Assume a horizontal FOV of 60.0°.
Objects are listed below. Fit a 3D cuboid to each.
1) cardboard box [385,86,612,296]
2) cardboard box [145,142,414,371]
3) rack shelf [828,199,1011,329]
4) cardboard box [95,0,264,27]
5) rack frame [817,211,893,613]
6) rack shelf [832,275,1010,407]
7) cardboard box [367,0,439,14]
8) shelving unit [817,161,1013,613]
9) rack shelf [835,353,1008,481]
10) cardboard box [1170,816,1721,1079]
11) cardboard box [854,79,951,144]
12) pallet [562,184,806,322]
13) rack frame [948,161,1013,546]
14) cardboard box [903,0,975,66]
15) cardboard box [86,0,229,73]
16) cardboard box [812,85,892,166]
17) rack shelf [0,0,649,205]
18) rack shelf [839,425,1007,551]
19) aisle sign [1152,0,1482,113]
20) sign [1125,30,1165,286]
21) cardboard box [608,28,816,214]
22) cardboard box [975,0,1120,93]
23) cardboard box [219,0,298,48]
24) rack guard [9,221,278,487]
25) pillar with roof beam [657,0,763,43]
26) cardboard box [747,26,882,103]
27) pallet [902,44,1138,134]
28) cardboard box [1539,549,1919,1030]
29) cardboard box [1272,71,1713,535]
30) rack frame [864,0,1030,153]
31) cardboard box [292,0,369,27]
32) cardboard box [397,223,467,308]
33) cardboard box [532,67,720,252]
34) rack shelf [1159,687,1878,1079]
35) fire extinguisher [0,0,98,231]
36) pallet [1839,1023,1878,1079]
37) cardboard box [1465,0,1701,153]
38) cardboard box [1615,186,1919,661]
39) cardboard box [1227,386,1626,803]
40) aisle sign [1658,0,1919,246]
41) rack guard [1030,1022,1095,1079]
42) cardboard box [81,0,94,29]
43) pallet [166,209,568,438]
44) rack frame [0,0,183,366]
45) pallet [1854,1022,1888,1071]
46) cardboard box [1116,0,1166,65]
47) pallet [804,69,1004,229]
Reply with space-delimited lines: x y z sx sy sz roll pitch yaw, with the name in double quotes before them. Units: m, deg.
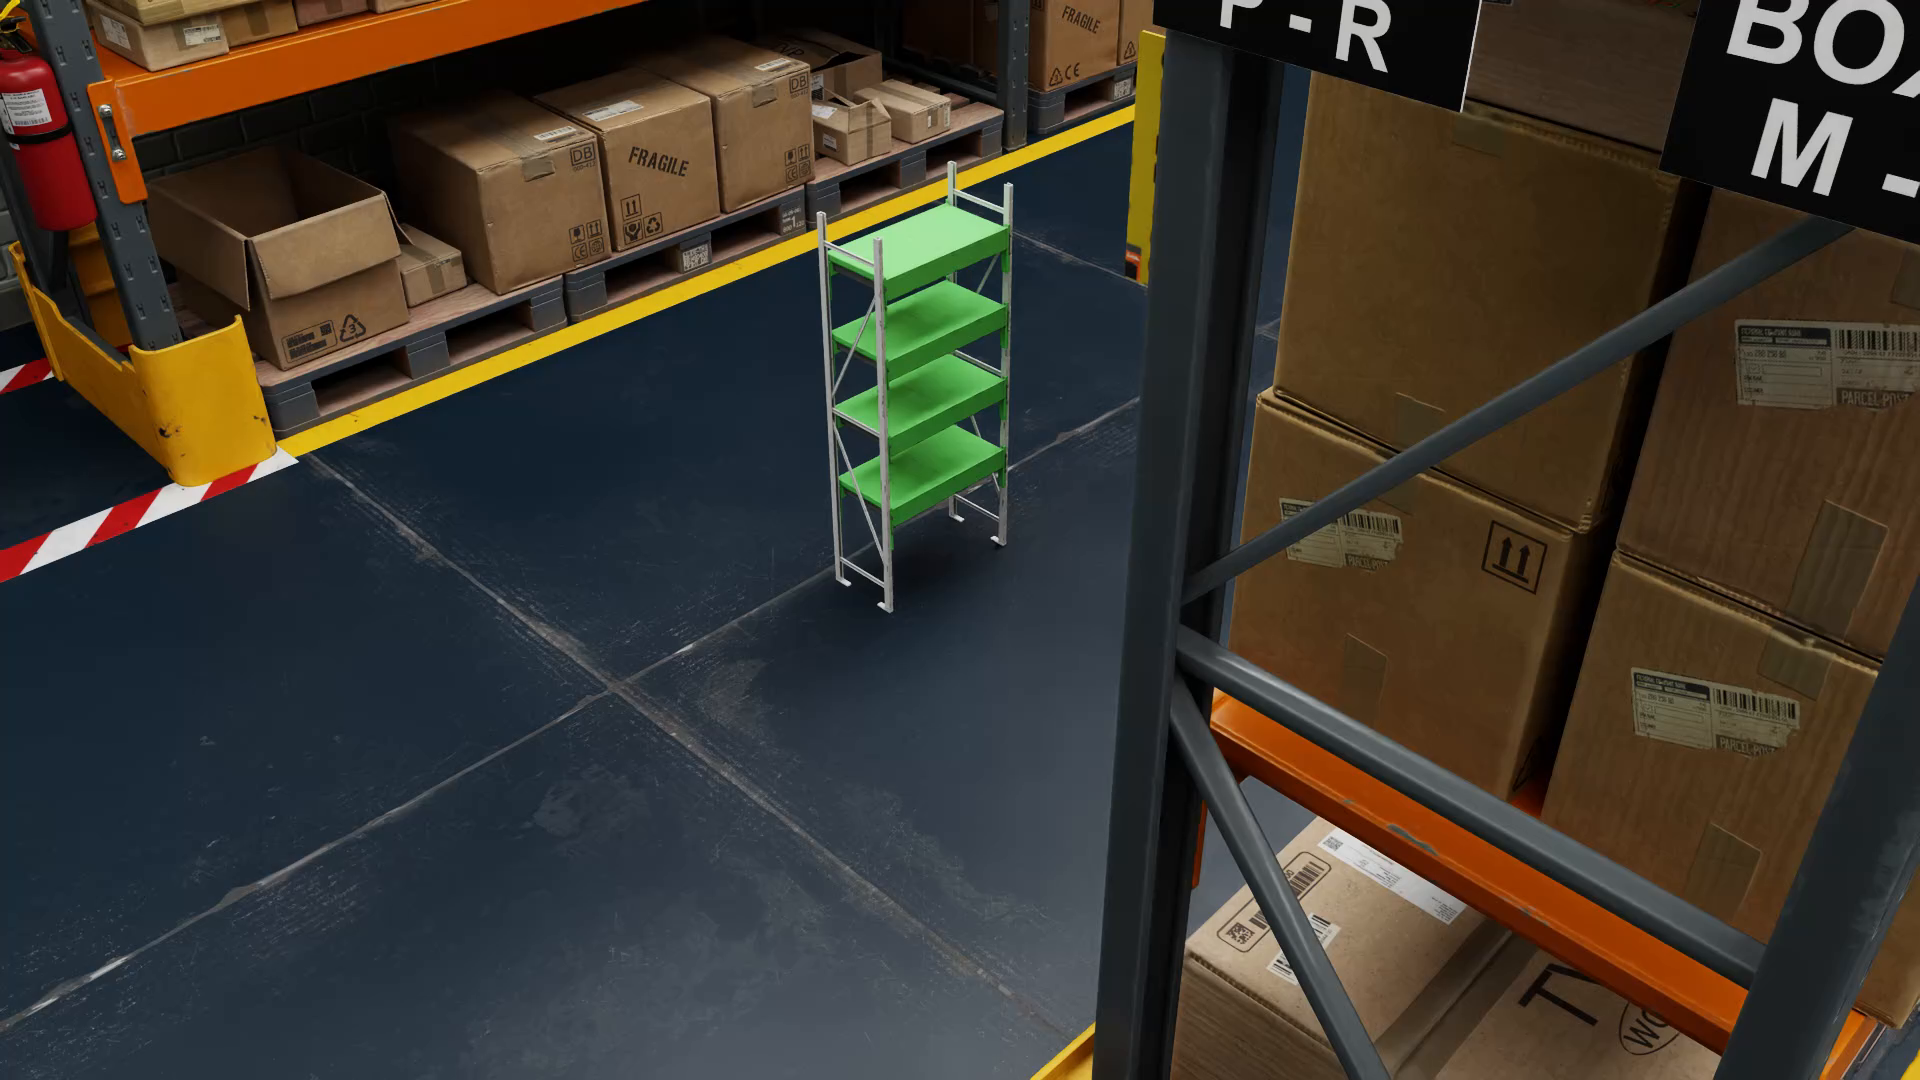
"cardboard box" -1.768 -1.352 6.385 0.500 0.500 0.700 -28 44 -34
"cardboard box" -2.398 -1.023 5.909 0.797 0.503 0.637 28 43 34
"rack shelf" -0.117 -0.766 4.572 0.258 0.148 0.480 30 45 35
"cardboard box" -2.385 -1.800 5.080 0.500 0.250 0.500 -30 45 -35
"rack frame" -0.289 -0.326 4.668 0.240 1.200 0.015 30 45 35
"rack shelf" -0.117 -0.569 4.710 0.258 0.148 0.480 30 45 35
"cardboard box" -1.941 -1.904 5.578 0.250 0.149 0.380 -28 44 -34
"shelving unit" -0.117 -0.425 4.810 0.258 1.200 0.503 30 45 35
"rack shelf" -0.117 -0.373 4.847 0.258 0.148 0.480 30 45 35
"cardboard box" 1.023 0.905 3.202 0.875 0.438 0.875 28 44 34
"cardboard box" -0.262 -1.946 7.544 0.380 0.149 0.250 28 44 34
"pallet" -1.422 -1.368 7.027 1.003 0.211 1.213 30 45 35
"rack frame" 0.055 -0.524 4.952 0.240 1.200 0.015 30 45 35
"cardboard box" 0.058 -2.753 8.394 0.500 0.500 0.500 29 44 35
"cardboard box" -2.470 -1.584 5.119 0.380 0.149 0.250 29 44 35
"cardboard box" -0.513 -1.849 7.302 0.258 0.266 0.396 -28 44 -34
"rack shelf" -1.487 -2.181 6.384 1.077 0.370 4.000 30 45 35
"rack shelf" -0.117 -0.176 4.984 0.258 0.148 0.480 30 45 35
"aisle sign" 0.358 -0.827 1.541 0.394 0.787 0.004 30 45 35
"sign" 0.254 -0.462 2.070 0.100 0.325 0.005 30 45 35
"cardboard box" -1.037 -1.774 6.989 0.700 0.500 0.500 28 43 34
"cardboard box" 0.423 -2.541 8.089 0.500 0.500 0.500 -28 43 -34
"cardboard box" -2.323 -1.706 5.293 0.250 0.149 0.380 -29 44 -35
"rack guard" -2.843 -0.670 5.773 1.175 0.500 0.348 30 45 35
"pillar with roof beam" 1.847 -4.094 3.254 9.100 9.000 0.400 30 45 35
"cardboard box" -0.711 -2.184 7.743 0.500 0.311 0.500 -28 44 -34
"pallet" 0.468 -2.489 8.635 1.003 0.211 1.213 30 45 35
"cardboard box" 1.171 0.215 2.232 0.500 0.500 0.500 29 44 35
"cardboard box" 0.800 -0.408 2.251 0.500 0.500 0.500 -28 44 -34
"rack frame" -0.078 -3.288 7.342 1.000 3.000 0.127 30 45 35
"cardboard box" -2.163 -1.827 5.466 0.380 0.149 0.250 29 44 35
"cardboard box" -2.071 -1.034 6.235 0.380 0.149 0.250 28 43 34
"cardboard box" -1.325 -1.527 6.635 0.500 0.500 0.500 -29 44 -35
"rack shelf" 2.038 -0.182 3.517 1.077 0.370 4.000 30 45 35
"fire extinguisher" -2.672 -1.233 4.790 0.296 0.674 0.183 30 45 35
"pallet" 1.137 1.123 3.456 1.003 0.211 1.213 30 45 35
"cardboard box" 0.740 -0.609 1.972 0.250 0.149 0.380 -29 44 -35
"cardboard box" 1.169 -0.196 1.948 0.500 0.500 0.500 28 44 34
"cardboard box" 0.781 -0.009 2.553 0.500 0.500 0.500 -30 45 -35
"aisle sign" 0.784 -0.585 1.194 0.394 0.787 0.004 30 45 35
"rack guard" 0.612 1.370 2.849 1.175 0.500 0.348 30 45 35
"cardboard box" -2.853 -1.804 5.434 0.380 0.149 0.250 29 44 35
"pallet" -2.282 -0.875 6.321 1.003 0.211 1.213 30 45 35
"rack frame" -2.896 -1.664 5.014 1.000 3.000 0.127 30 45 35
"pallet" 1.996 0.630 4.163 1.003 0.211 1.213 30 45 35
"cardboard box" 0.791 -2.761 8.404 0.500 0.500 0.500 29 44 35
"pallet" -0.562 -1.866 7.741 1.003 0.211 1.213 30 45 35
